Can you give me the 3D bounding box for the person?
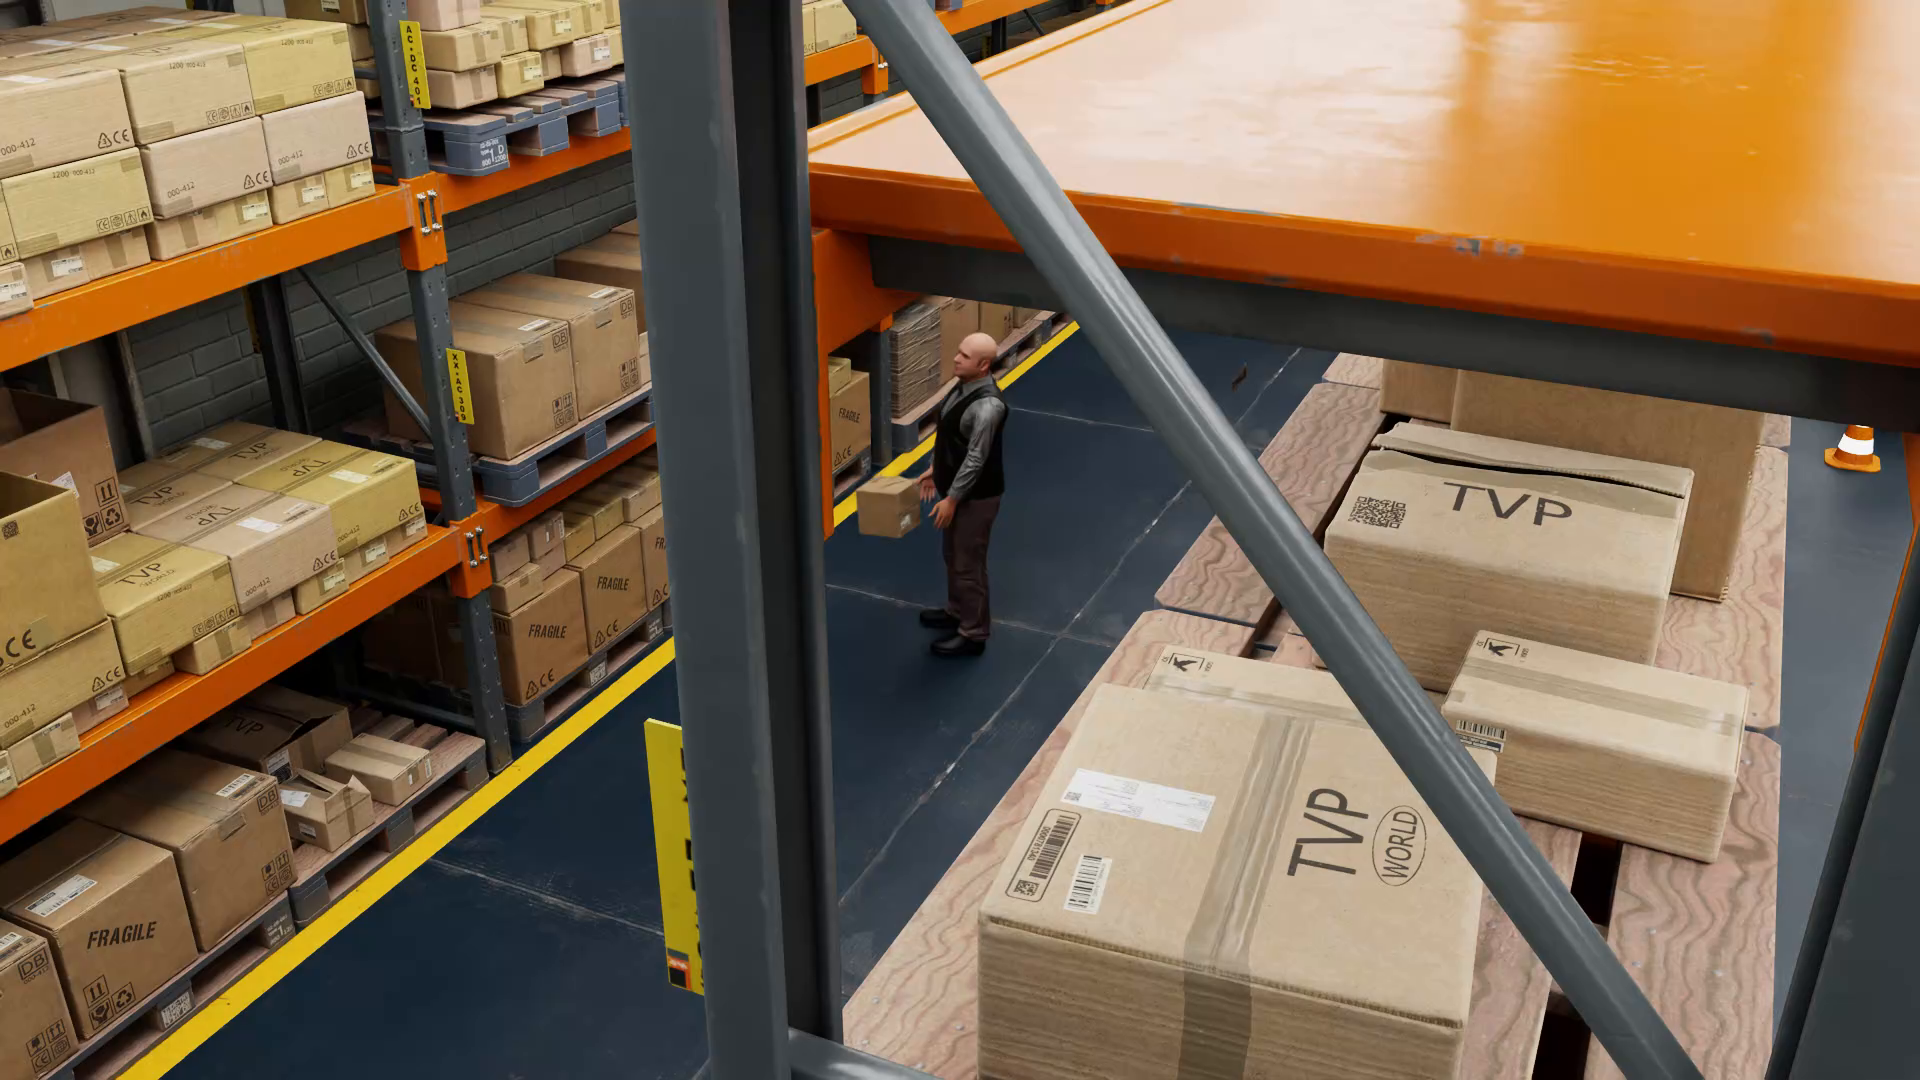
[{"bbox_3d":[0.006,-0.240,8.594,0.429,1.733,0.579,-5,26,-11],"label":"person"}]
